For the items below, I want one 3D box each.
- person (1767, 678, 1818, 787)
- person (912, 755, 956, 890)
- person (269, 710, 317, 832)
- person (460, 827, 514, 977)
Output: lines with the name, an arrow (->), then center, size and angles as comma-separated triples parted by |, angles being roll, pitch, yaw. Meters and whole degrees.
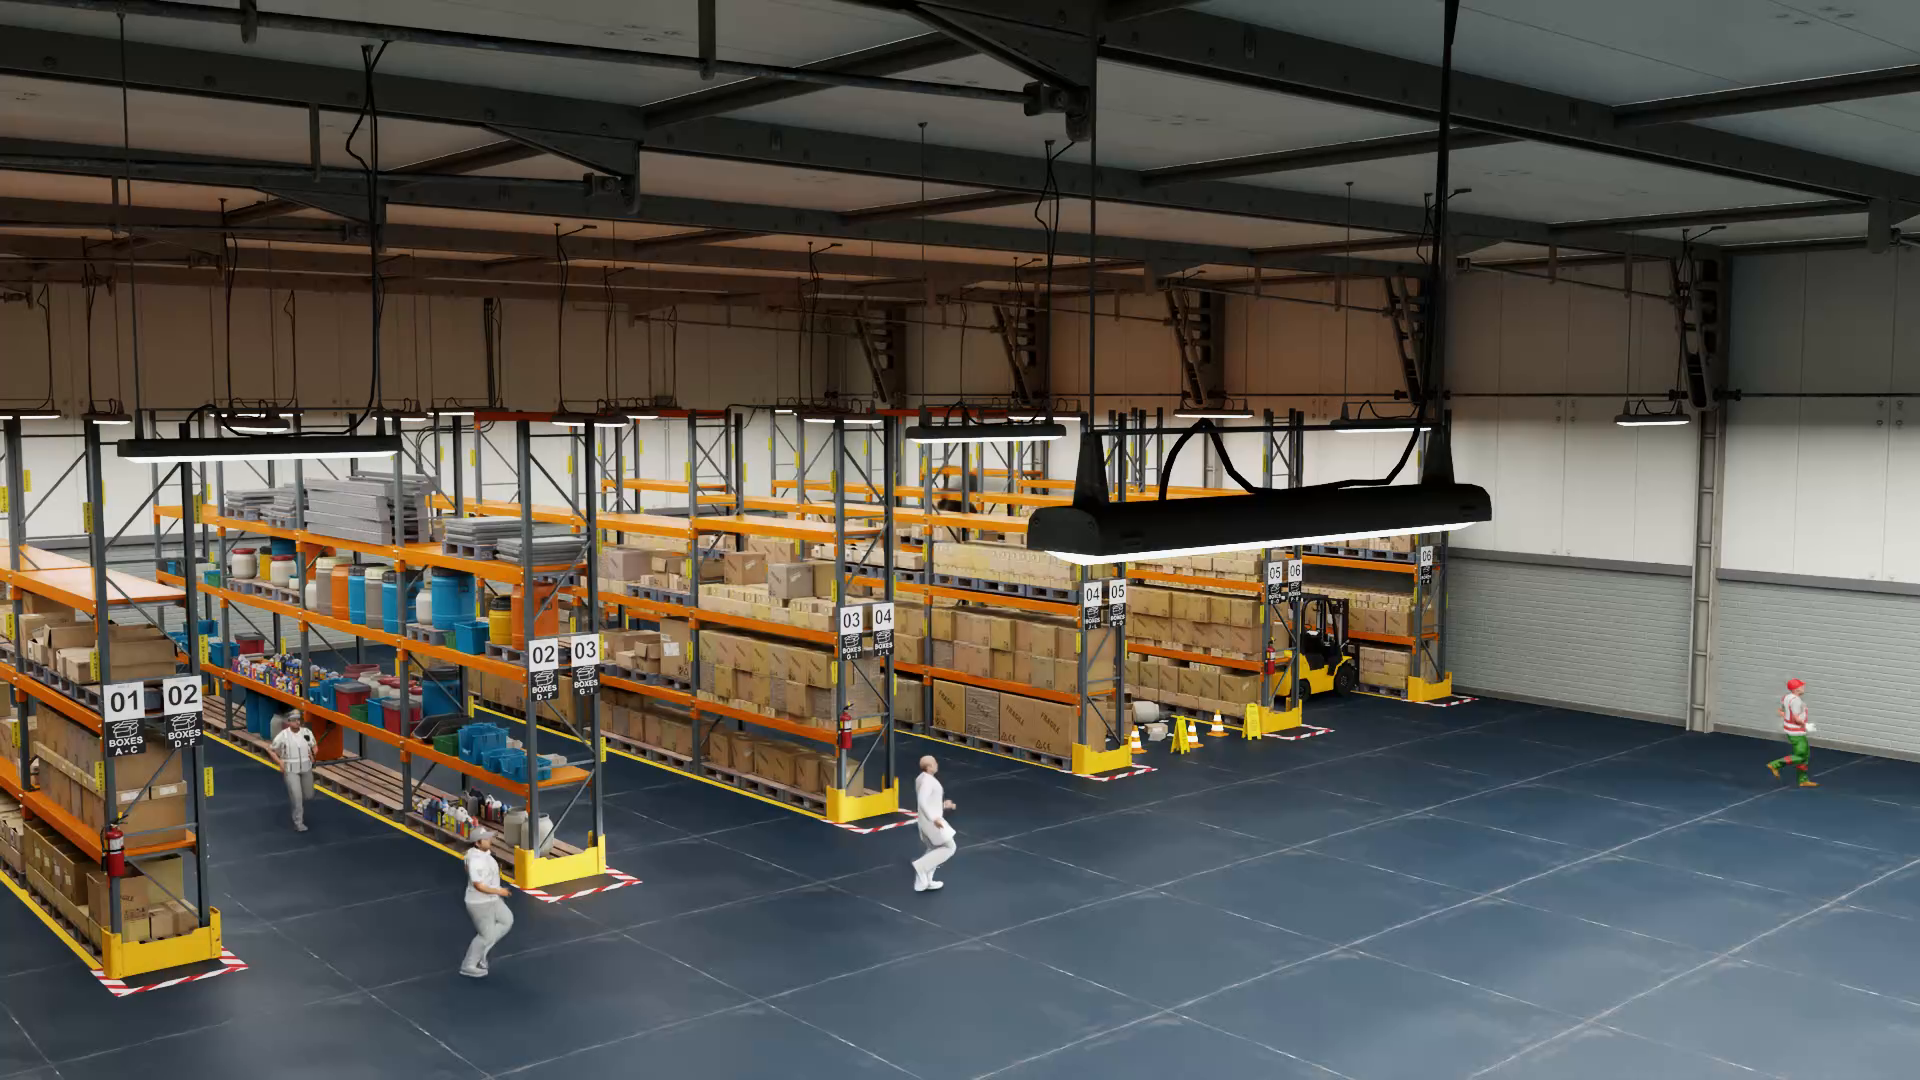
person -> 13.414, 3.101, 26.762 | 0.806, 1.757, 0.674 | 1, 5, 9
person -> -0.331, 3.600, 21.205 | 0.628, 1.731, 0.700 | -1, 5, -16
person -> -9.689, 3.330, 24.246 | 0.672, 1.741, 0.779 | -4, 7, -41
person -> -5.178, 3.926, 18.139 | 0.570, 1.627, 0.618 | -1, 5, -12
